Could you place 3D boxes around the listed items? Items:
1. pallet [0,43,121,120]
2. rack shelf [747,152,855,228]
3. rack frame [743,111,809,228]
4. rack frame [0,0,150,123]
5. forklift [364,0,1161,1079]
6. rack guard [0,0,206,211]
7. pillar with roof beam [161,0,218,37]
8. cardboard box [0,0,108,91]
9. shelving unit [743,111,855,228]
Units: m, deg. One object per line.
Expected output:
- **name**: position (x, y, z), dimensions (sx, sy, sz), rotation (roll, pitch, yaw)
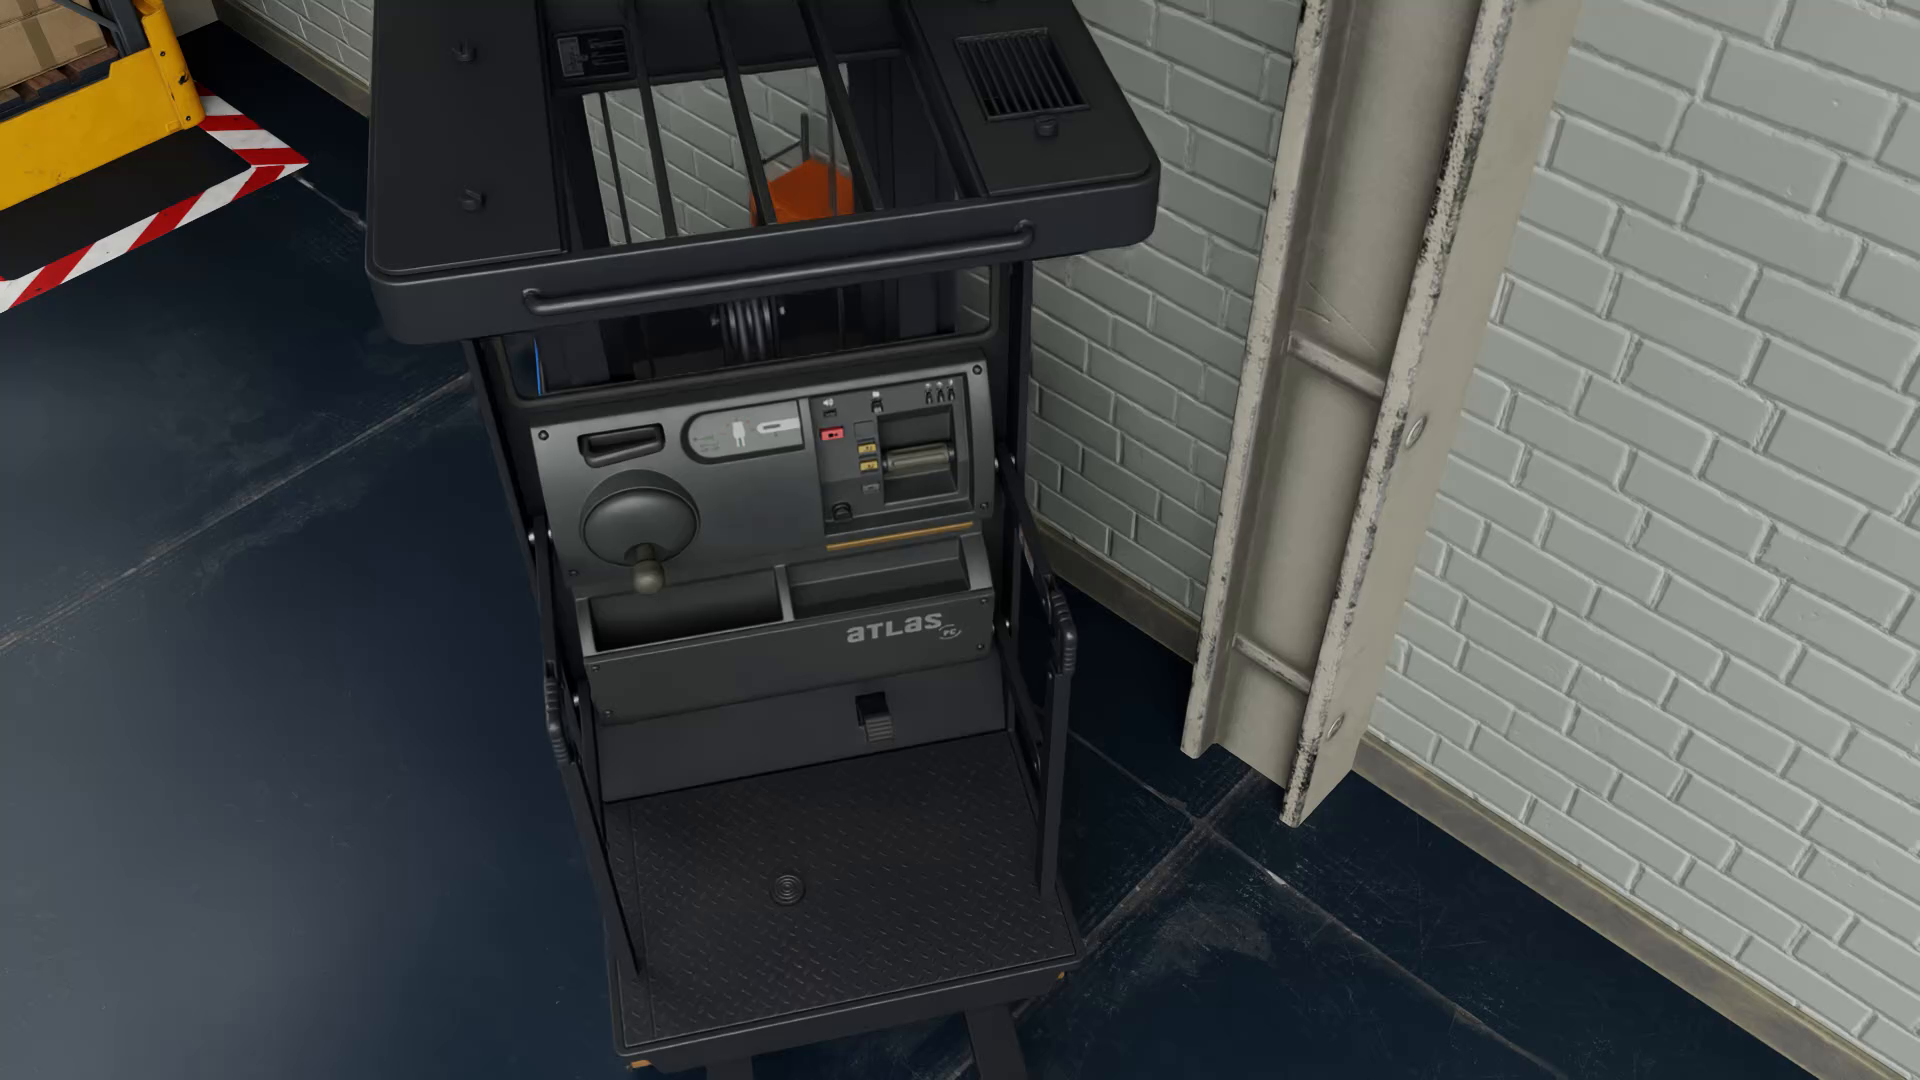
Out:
- **pallet**: position (-4.232, -1.963, 6.948), dimensions (1.213, 0.211, 1.003), rotation (34, 55, 28)
- **rack shelf**: position (-0.343, -0.895, 4.718), dimensions (0.480, 0.148, 0.258), rotation (34, 54, 27)
- **rack frame**: position (-0.536, -0.742, 5.110), dimensions (0.015, 1.200, 0.240), rotation (34, 54, 27)
- **rack frame**: position (-3.641, -2.562, 5.598), dimensions (0.127, 3.000, 1.000), rotation (34, 55, 28)
- **forklift**: position (-0.340, -0.038, 3.276), dimensions (1.130, 2.935, 3.031), rotation (-9, 48, -9)
- **rack guard**: position (-3.623, -1.694, 6.498), dimensions (0.348, 0.500, 1.175), rotation (34, 55, 28)
- **pillar with roof beam**: position (-6.461, -3.136, 2.022), dimensions (0.400, 9.000, 9.100), rotation (34, 55, 28)
- **cardboard box**: position (-3.869, -2.112, 6.773), dimensions (0.500, 0.250, 0.500), rotation (34, 56, 28)
- **shelving unit**: position (-0.354, -0.622, 5.001), dimensions (0.503, 1.200, 0.258), rotation (34, 54, 27)
